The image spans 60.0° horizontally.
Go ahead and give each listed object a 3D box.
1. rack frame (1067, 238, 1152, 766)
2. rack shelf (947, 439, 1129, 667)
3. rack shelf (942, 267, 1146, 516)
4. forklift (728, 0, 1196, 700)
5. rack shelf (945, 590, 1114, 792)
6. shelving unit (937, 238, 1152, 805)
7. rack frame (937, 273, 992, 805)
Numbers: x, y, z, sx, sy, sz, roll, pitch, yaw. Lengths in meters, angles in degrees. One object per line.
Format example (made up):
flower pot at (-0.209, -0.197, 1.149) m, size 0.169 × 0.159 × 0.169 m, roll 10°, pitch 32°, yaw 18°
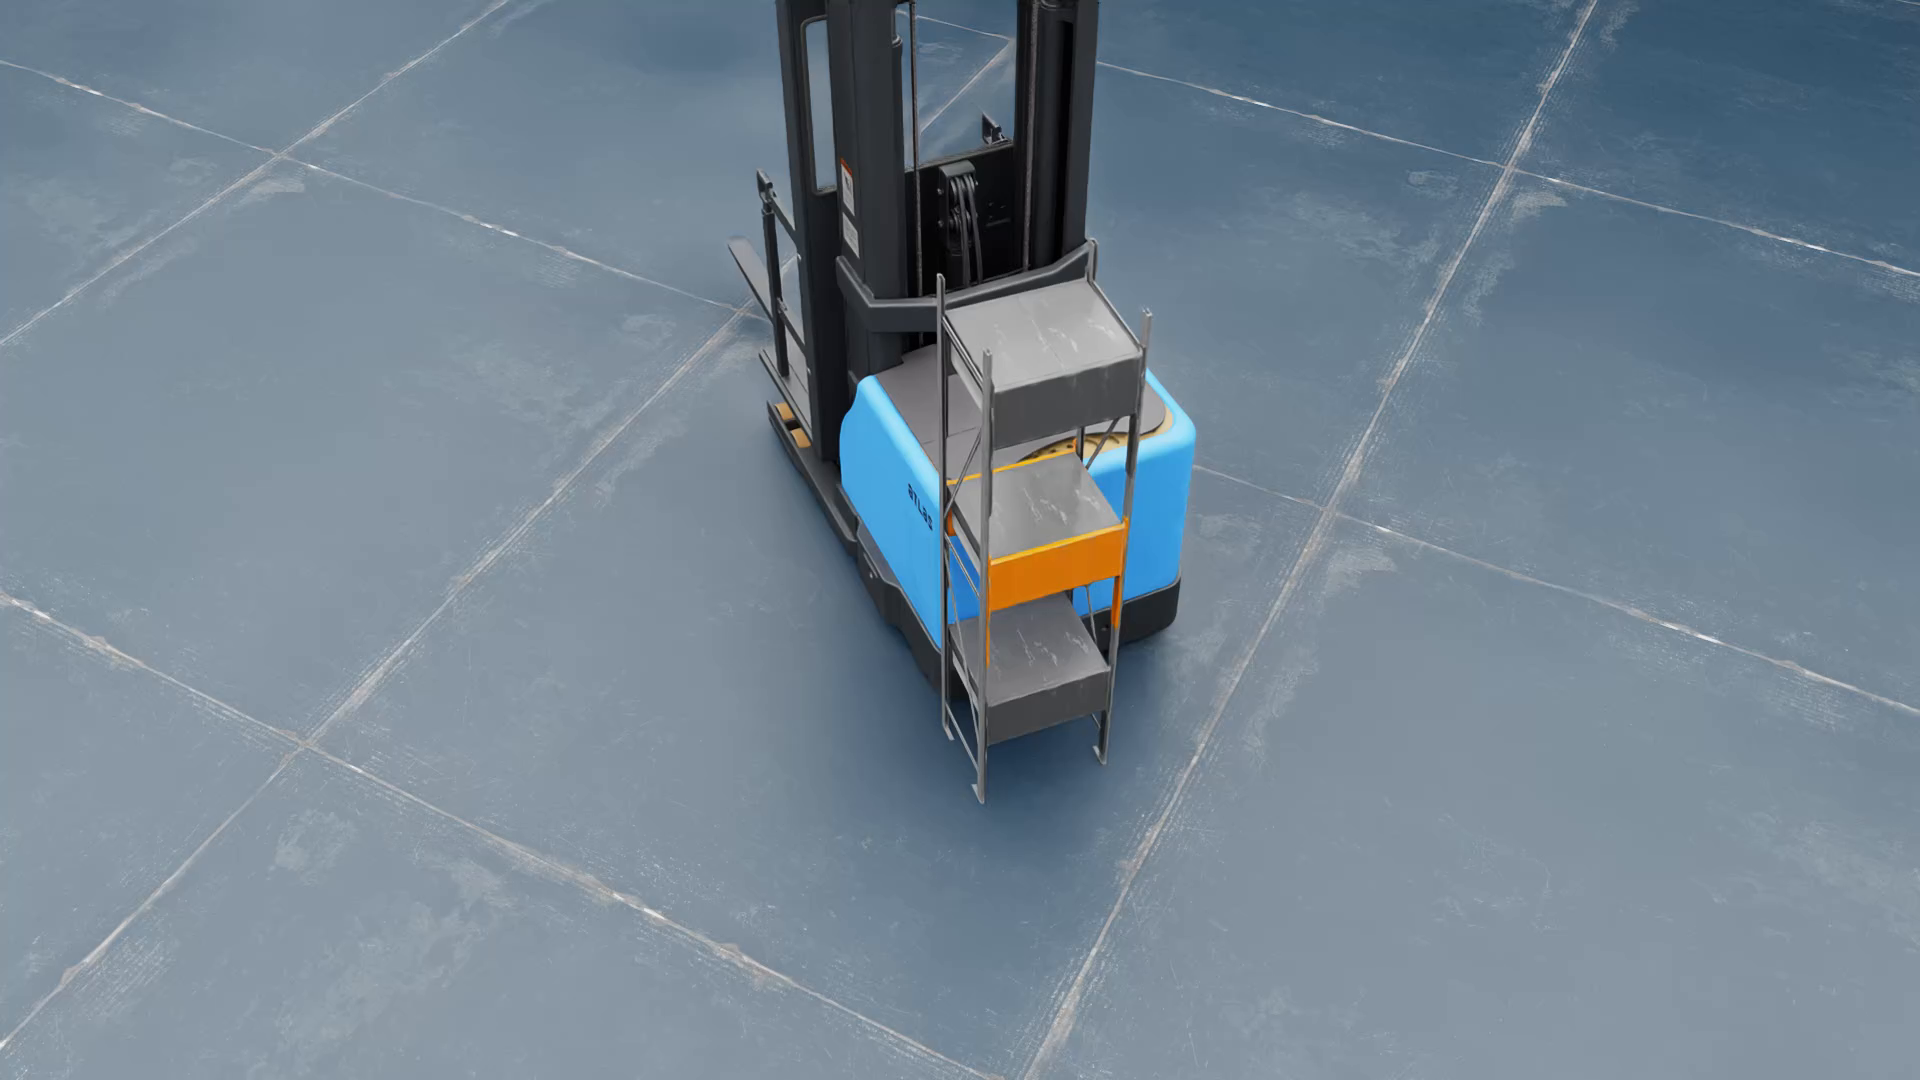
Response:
rack frame at (0.465, -0.031, 5.584) m, size 0.015 × 2.100 × 0.400 m, roll -15°, pitch 47°, yaw -15°
rack shelf at (0.238, 0.042, 5.532) m, size 0.480 × 0.518 × 0.431 m, roll -15°, pitch 47°, yaw -15°
rack shelf at (0.238, -0.450, 5.034) m, size 0.480 × 0.518 × 0.431 m, roll -15°, pitch 47°, yaw -15°
forklift at (-0.208, -1.481, 6.433) m, size 1.130 × 2.935 × 3.031 m, roll -18°, pitch 48°, yaw -17°
rack shelf at (0.238, 0.534, 6.030) m, size 0.480 × 0.518 × 0.431 m, roll -15°, pitch 47°, yaw -15°
shelving unit at (0.238, 0.032, 5.522) m, size 0.503 × 2.100 × 0.431 m, roll -15°, pitch 47°, yaw -15°
rack frame at (0.010, 0.095, 5.460) m, size 0.015 × 2.100 × 0.400 m, roll -15°, pitch 47°, yaw -15°
